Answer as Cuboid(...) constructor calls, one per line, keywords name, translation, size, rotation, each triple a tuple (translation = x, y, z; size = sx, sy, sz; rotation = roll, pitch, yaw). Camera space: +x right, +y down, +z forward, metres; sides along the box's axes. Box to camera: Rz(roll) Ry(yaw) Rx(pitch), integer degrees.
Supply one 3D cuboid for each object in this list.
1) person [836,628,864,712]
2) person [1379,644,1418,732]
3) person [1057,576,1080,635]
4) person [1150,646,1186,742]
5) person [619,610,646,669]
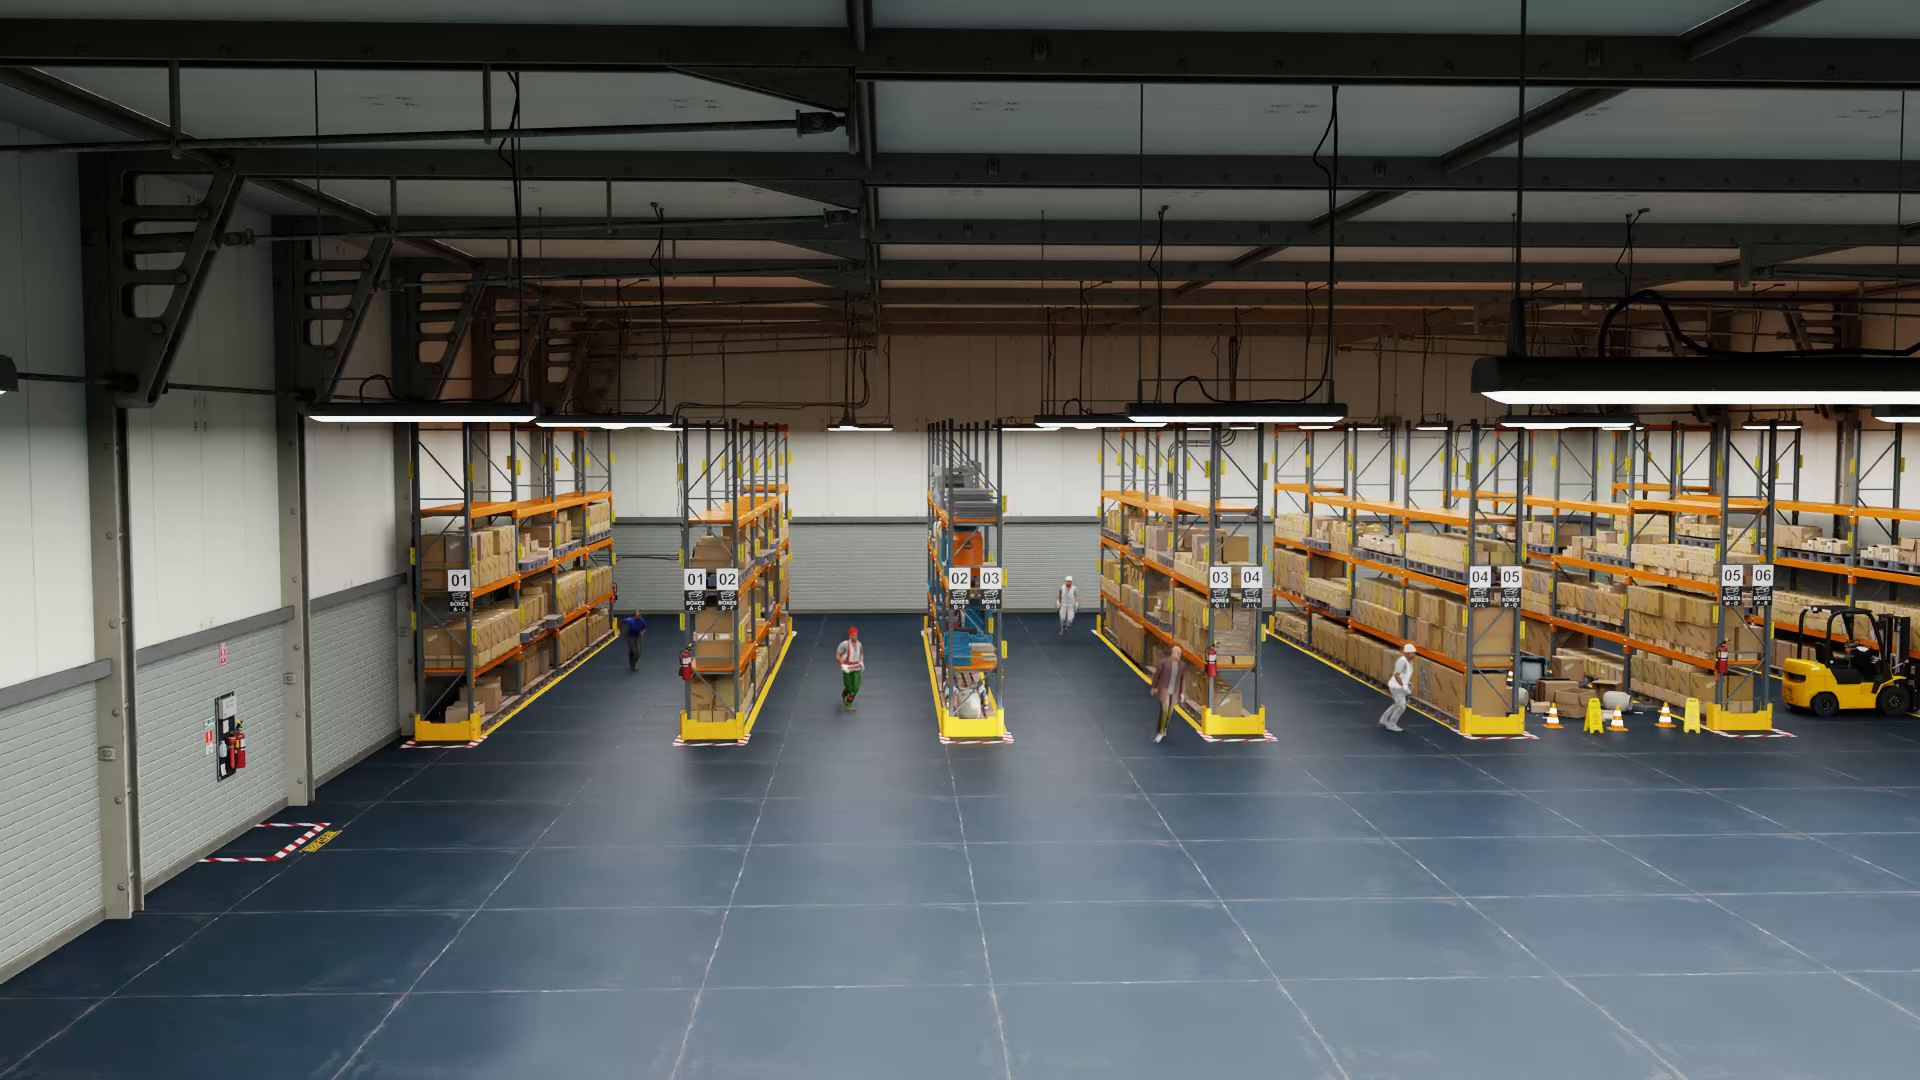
Cuboid(name="person", translation=(-2.292, 2.665, 34.360), size=(0.651, 1.734, 0.627), rotation=(-2, 4, -29))
Cuboid(name="person", translation=(8.400, 2.829, 31.935), size=(0.789, 1.711, 0.660), rotation=(2, 4, 30))
Cuboid(name="person", translation=(2.960, 1.798, 45.542), size=(0.663, 1.659, 0.785), rotation=(0, 4, 7))
Cuboid(name="person", translation=(3.870, 2.861, 31.177), size=(0.682, 1.784, 0.631), rotation=(-1, 4, -16))
Cuboid(name="person", translation=(-7.894, 2.411, 40.147), size=(0.610, 1.479, 0.806), rotation=(-2, 4, -25))
